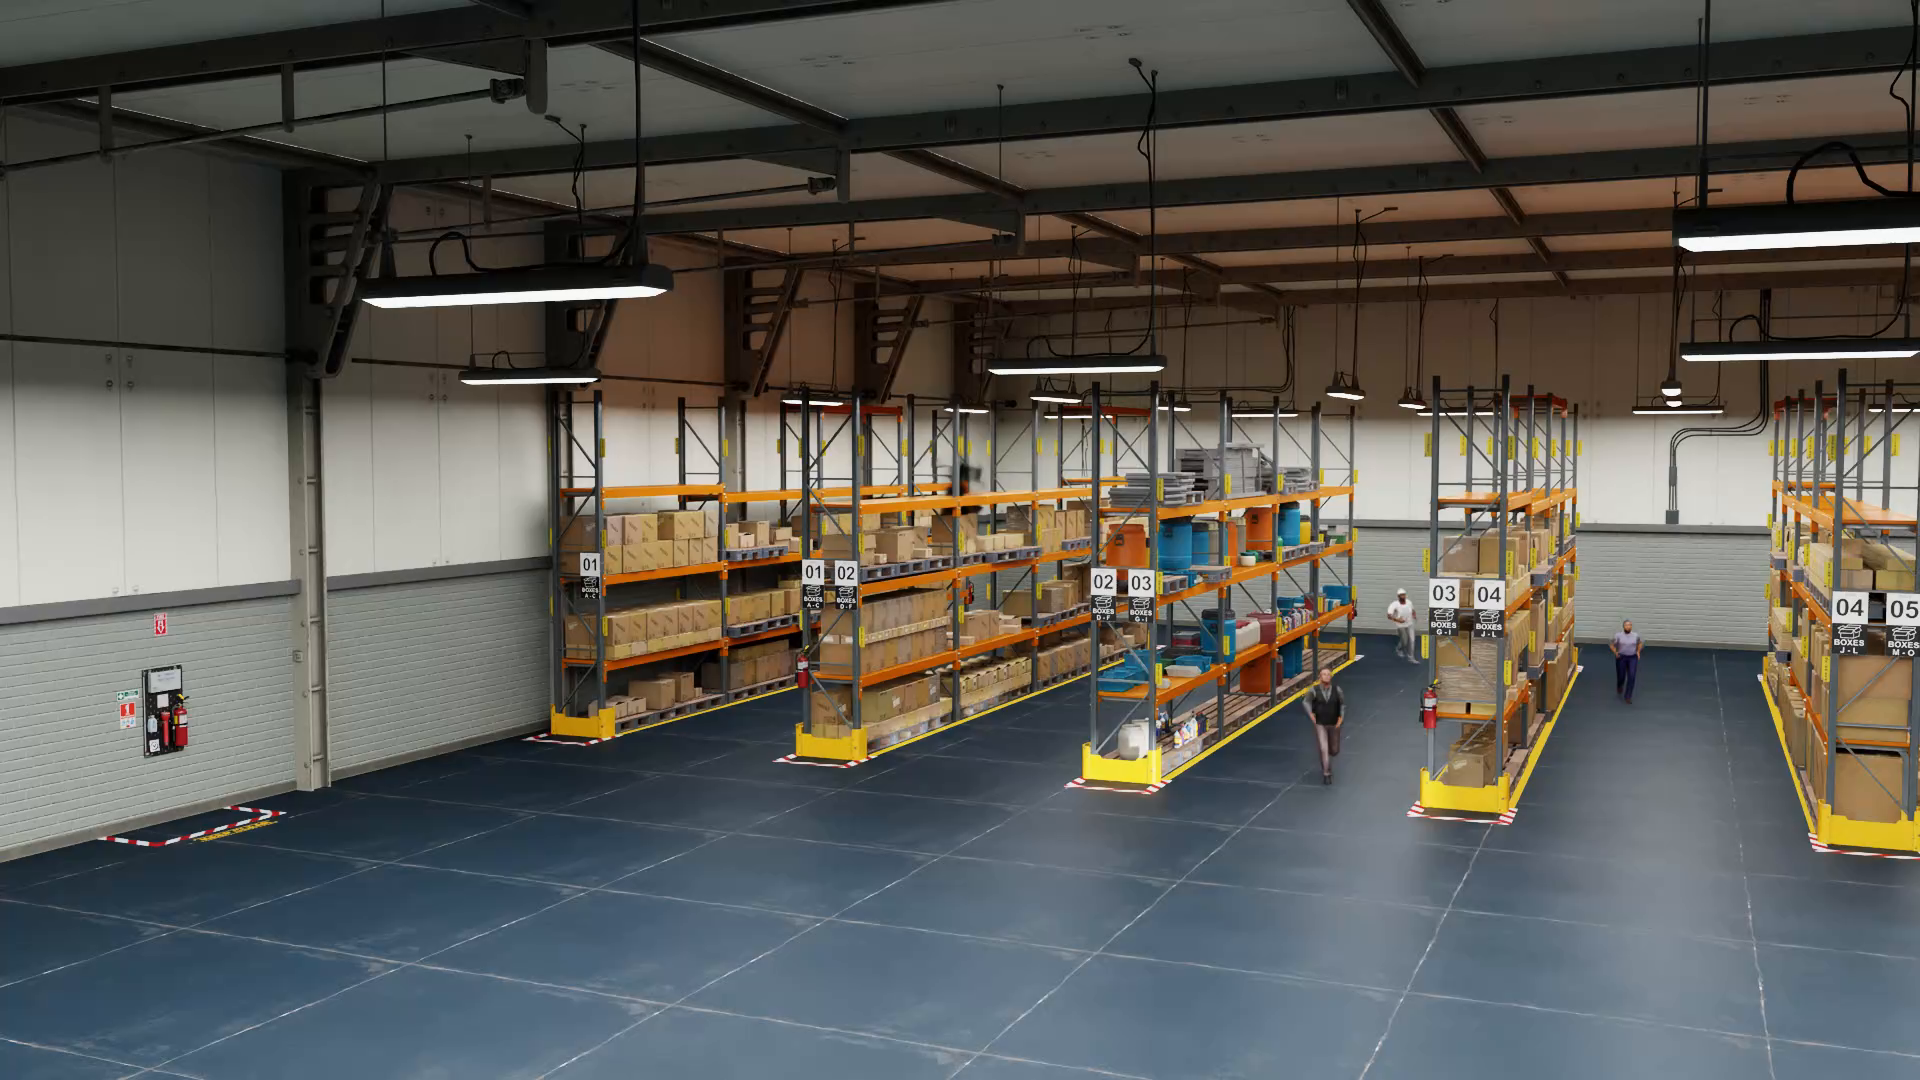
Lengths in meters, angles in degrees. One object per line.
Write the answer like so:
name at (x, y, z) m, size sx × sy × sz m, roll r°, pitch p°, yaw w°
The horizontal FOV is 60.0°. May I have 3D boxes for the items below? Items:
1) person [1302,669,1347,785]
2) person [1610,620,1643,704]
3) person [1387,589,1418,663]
person at (5.520, 2.795, 25.128) m, size 0.655 × 1.699 × 0.882 m, roll 0°, pitch 3°, yaw -2°
person at (13.173, 2.391, 32.861) m, size 0.609 × 1.633 × 0.788 m, roll 1°, pitch 3°, yaw 15°
person at (10.347, 1.966, 38.966) m, size 0.745 × 1.645 × 0.639 m, roll -1°, pitch 3°, yaw -15°
